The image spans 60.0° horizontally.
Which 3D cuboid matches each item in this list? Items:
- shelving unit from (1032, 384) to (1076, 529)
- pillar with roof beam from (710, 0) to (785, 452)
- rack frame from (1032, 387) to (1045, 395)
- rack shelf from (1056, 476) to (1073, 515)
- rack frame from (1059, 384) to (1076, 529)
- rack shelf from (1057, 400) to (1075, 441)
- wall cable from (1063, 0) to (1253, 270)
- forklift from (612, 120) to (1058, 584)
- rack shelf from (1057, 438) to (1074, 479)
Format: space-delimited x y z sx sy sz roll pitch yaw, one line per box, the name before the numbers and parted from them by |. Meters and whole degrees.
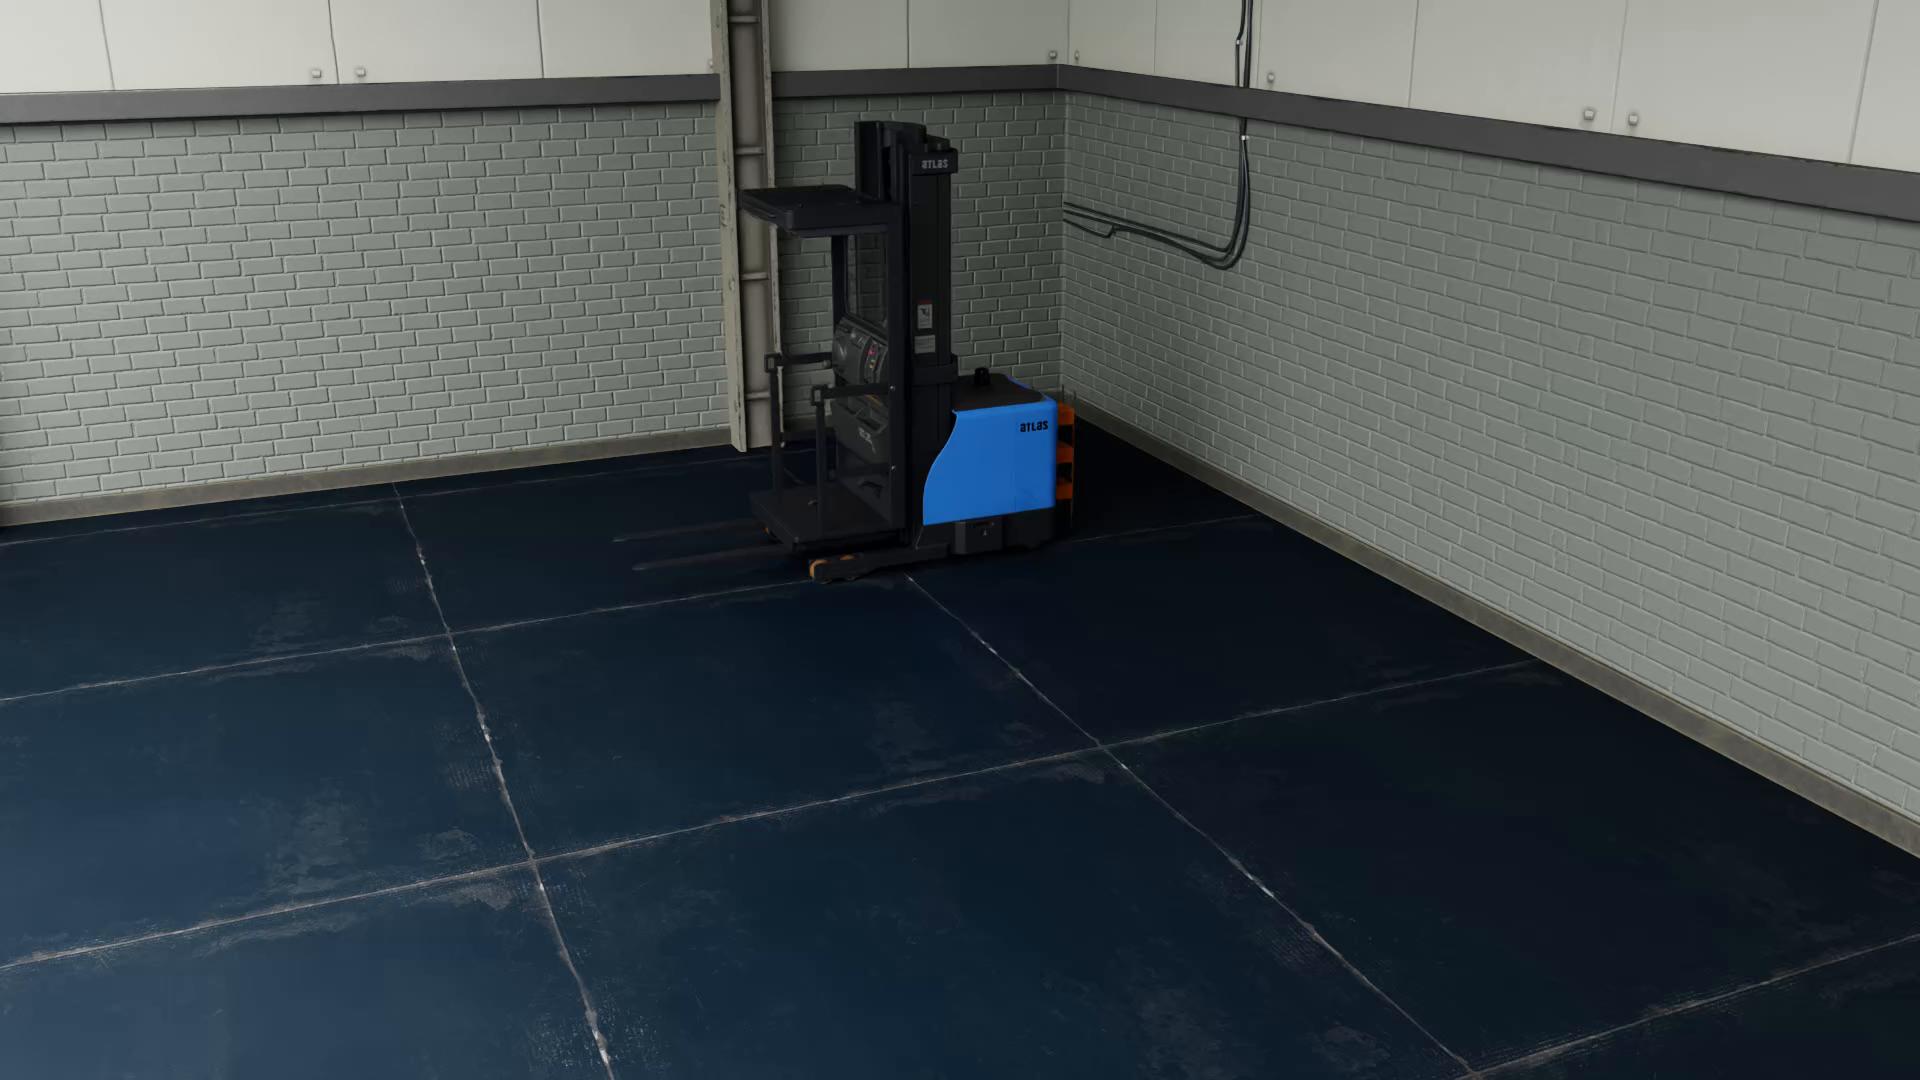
shelving unit | 0.673 -0.594 12.127 0.252 1.050 0.215 -8 21 -22
pillar with roof beam | -0.041 -3.753 9.132 0.400 9.000 9.100 -8 21 -22
rack frame | 0.561 -0.577 12.081 0.008 1.050 0.200 -8 21 -22
rack shelf | 0.673 -0.321 12.223 0.240 0.259 0.215 -8 21 -22
rack frame | 0.784 -0.610 12.173 0.008 1.050 0.200 -8 21 -22
rack shelf | 0.673 -0.851 12.036 0.240 0.259 0.215 -8 21 -22
wall cable | 1.483 -3.586 13.331 0.112 2.526 3.097 -8 21 -22
forklift | -0.867 -1.284 11.256 3.031 2.935 1.130 -8 21 -22
rack shelf | 0.673 -0.584 12.131 0.240 0.259 0.215 -8 21 -22
